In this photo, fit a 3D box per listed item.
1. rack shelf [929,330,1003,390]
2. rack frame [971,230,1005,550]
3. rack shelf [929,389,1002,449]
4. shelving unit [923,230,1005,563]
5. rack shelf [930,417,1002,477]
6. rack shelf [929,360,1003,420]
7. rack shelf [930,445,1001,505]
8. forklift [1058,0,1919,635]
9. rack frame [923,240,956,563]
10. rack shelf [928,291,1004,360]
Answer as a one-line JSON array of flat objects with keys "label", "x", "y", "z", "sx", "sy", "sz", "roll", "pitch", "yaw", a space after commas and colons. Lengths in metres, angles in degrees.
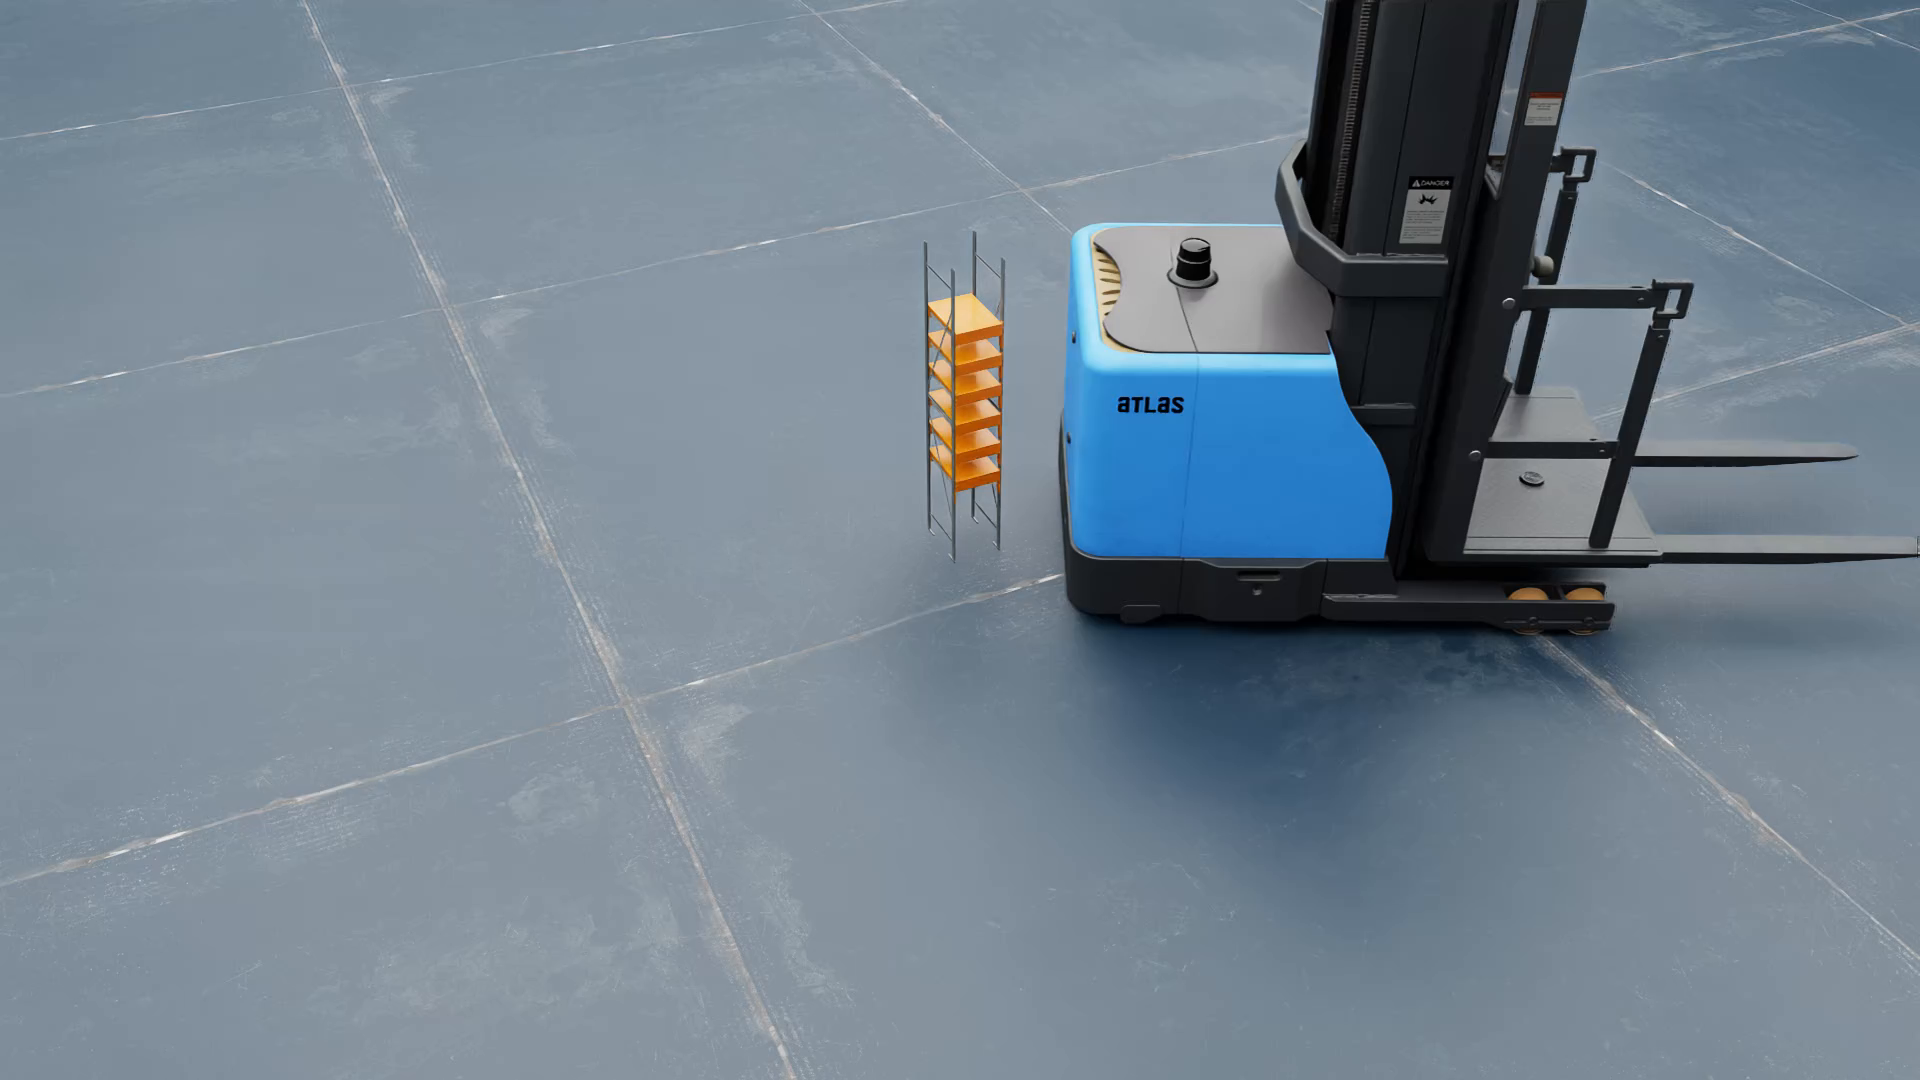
[{"label": "rack shelf", "x": 0.013, "y": -0.643, "z": 5.781, "sx": 0.180, "sy": 0.103, "sz": 0.258, "roll": -16, "pitch": 39, "yaw": -20}, {"label": "rack frame", "x": 0.096, "y": -0.509, "z": 5.929, "sx": 0.006, "sy": 1.200, "sz": 0.240, "roll": -16, "pitch": 39, "yaw": -20}, {"label": "rack shelf", "x": 0.013, "y": -0.450, "z": 5.924, "sx": 0.180, "sy": 0.103, "sz": 0.258, "roll": -16, "pitch": 39, "yaw": -20}, {"label": "shelving unit", "x": 0.013, "y": -0.486, "z": 5.898, "sx": 0.189, "sy": 1.200, "sz": 0.258, "roll": -16, "pitch": 39, "yaw": -20}, {"label": "rack shelf", "x": 0.013, "y": -0.354, "z": 5.995, "sx": 0.180, "sy": 0.103, "sz": 0.258, "roll": -16, "pitch": 39, "yaw": -20}, {"label": "rack shelf", "x": 0.013, "y": -0.546, "z": 5.852, "sx": 0.180, "sy": 0.103, "sz": 0.258, "roll": -16, "pitch": 39, "yaw": -20}, {"label": "rack shelf", "x": 0.013, "y": -0.257, "z": 6.067, "sx": 0.180, "sy": 0.103, "sz": 0.258, "roll": -16, "pitch": 39, "yaw": -20}, {"label": "forklift", "x": 1.897, "y": -1.165, "z": 5.361, "sx": 3.031, "sy": 2.935, "sz": 1.130, "roll": 0, "pitch": 37, "yaw": 0}, {"label": "rack frame", "x": -0.070, "y": -0.462, "z": 5.866, "sx": 0.006, "sy": 1.200, "sz": 0.240, "roll": -16, "pitch": 39, "yaw": -20}, {"label": "rack shelf", "x": 0.013, "y": -0.739, "z": 5.710, "sx": 0.180, "sy": 0.103, "sz": 0.258, "roll": -16, "pitch": 39, "yaw": -20}]
